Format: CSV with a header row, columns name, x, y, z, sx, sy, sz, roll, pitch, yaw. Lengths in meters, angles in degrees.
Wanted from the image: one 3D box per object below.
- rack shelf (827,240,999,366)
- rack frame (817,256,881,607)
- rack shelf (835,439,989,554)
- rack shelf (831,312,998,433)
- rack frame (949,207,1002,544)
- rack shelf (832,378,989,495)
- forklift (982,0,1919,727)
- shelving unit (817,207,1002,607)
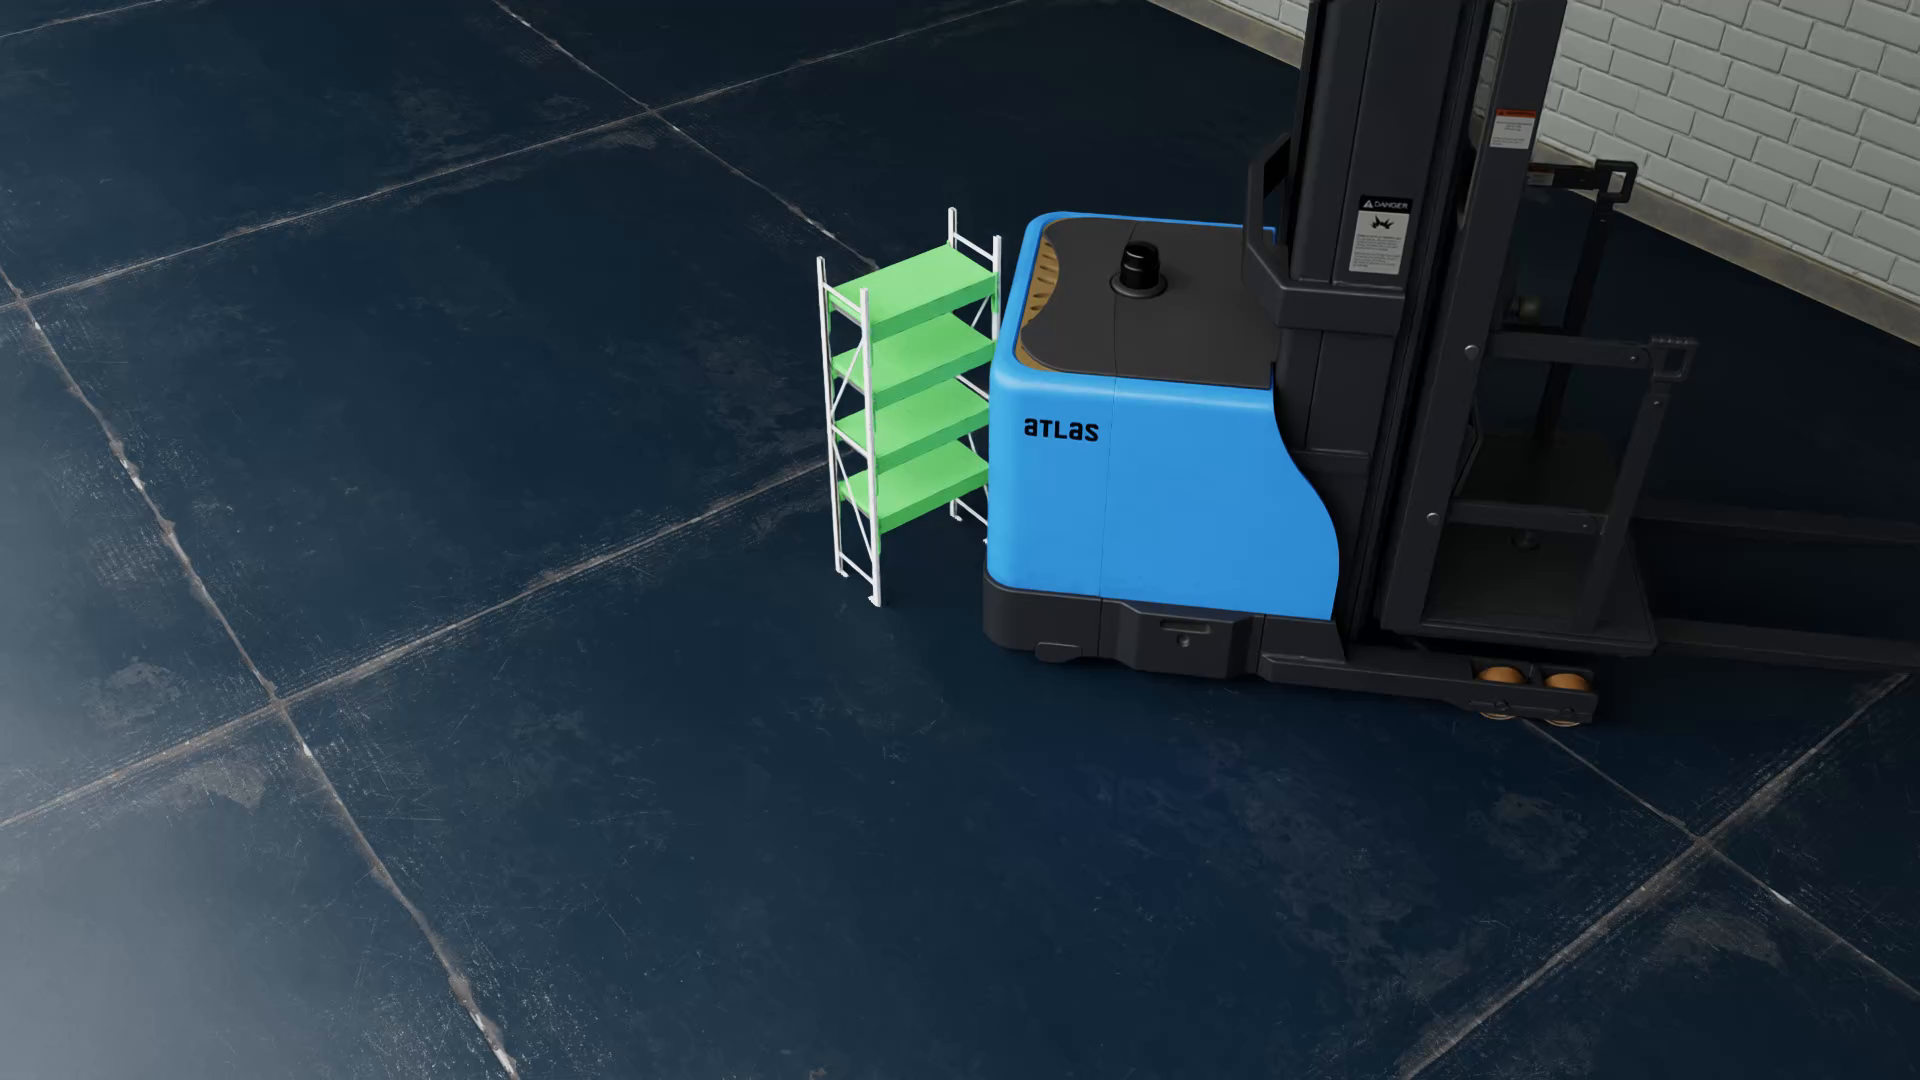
name,x,y,z,sx,sy,sz,roll,pitch,yaw
rack shelf,-0.148,-0.722,5.028,0.480,0.148,0.258,-26,46,-28
rack frame,-0.340,-0.305,5.175,0.015,1.200,0.240,-26,46,-28
rack shelf,-0.148,-0.165,5.484,0.480,0.148,0.258,-26,46,-28
rack shelf,-0.148,-0.536,5.180,0.480,0.148,0.258,-26,46,-28
rack frame,0.045,-0.495,5.408,0.015,1.200,0.240,-26,46,-28
rack shelf,-0.148,-0.351,5.332,0.480,0.148,0.258,-26,46,-28
forklift,1.633,-0.929,4.572,3.031,2.935,1.130,6,40,7
shelving unit,-0.148,-0.400,5.292,0.503,1.200,0.258,-26,46,-28
